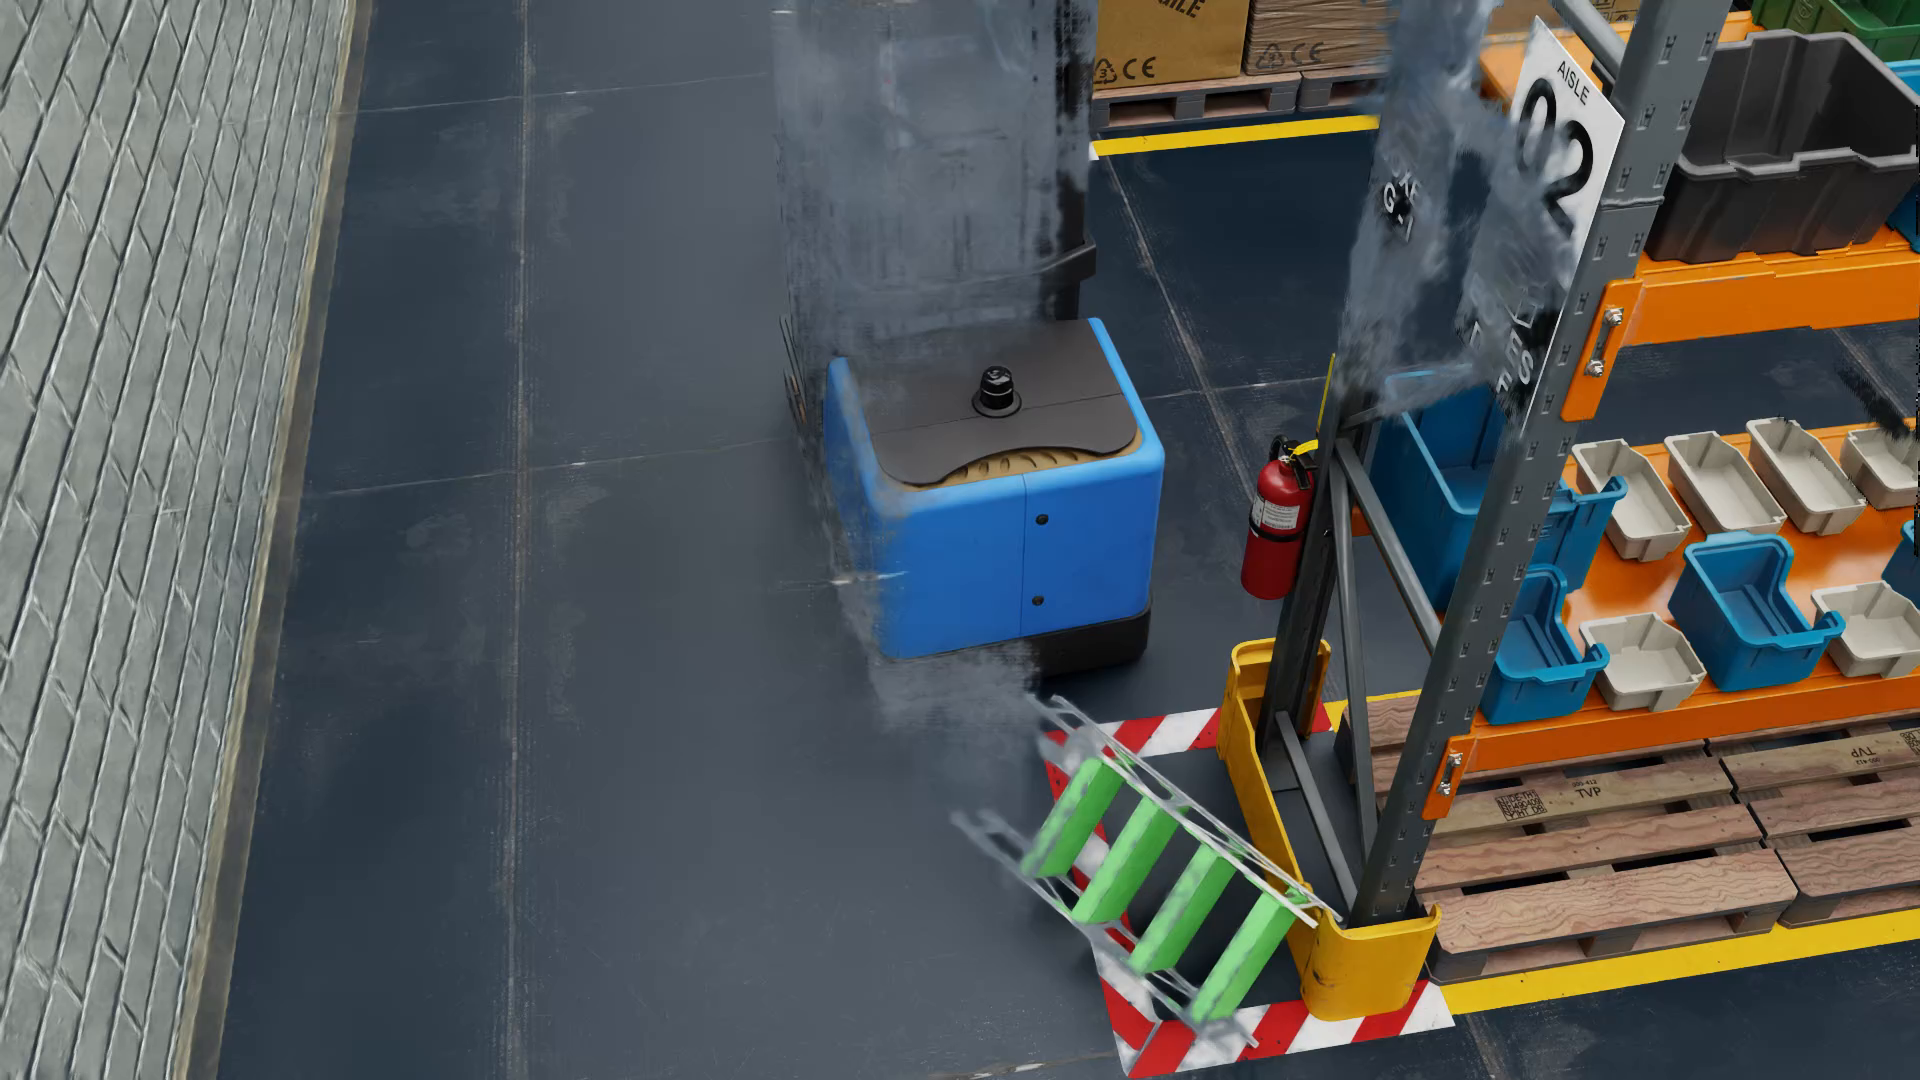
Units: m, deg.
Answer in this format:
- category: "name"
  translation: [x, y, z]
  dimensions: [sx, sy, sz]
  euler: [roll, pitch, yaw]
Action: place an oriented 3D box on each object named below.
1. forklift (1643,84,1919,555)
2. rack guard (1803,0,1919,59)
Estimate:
- category: "forklift"
  translation: [-0.137, -1.501, 6.161]
  dimensions: [1.130, 2.935, 3.031]
  euler: [-10, 47, -9]
- category: "rack guard"
  translation: [0.339, -2.597, 8.905]
  dimensions: [0.348, 0.500, 1.175]
  euler: [-7, 46, -7]
